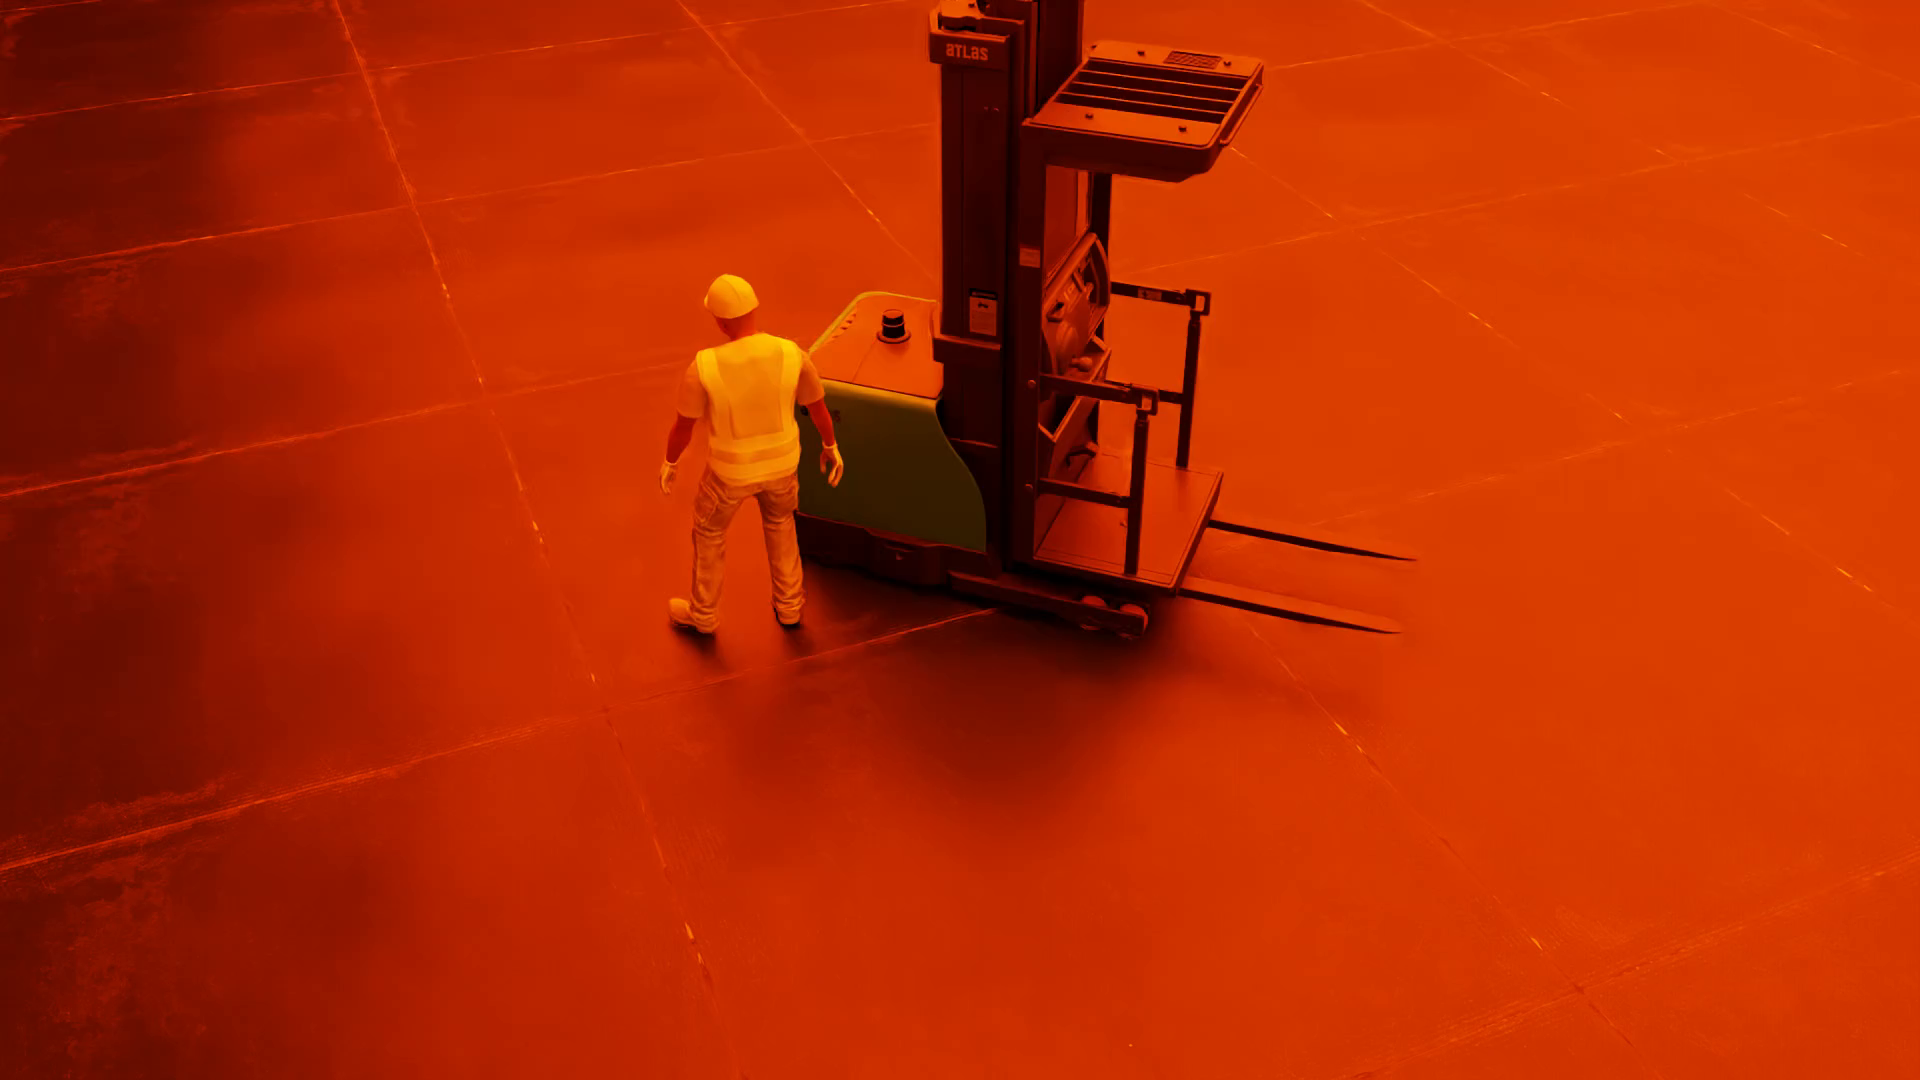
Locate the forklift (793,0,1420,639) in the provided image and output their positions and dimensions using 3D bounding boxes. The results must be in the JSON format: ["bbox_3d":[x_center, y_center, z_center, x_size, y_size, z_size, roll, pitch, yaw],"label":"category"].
[{"bbox_3d":[0.722,-1.070,7.603,3.031,2.935,1.130,12,37,16],"label":"forklift"}]

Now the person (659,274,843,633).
[{"bbox_3d":[-0.974,-0.381,7.586,0.851,1.751,0.425,-13,37,-18],"label":"person"}]
